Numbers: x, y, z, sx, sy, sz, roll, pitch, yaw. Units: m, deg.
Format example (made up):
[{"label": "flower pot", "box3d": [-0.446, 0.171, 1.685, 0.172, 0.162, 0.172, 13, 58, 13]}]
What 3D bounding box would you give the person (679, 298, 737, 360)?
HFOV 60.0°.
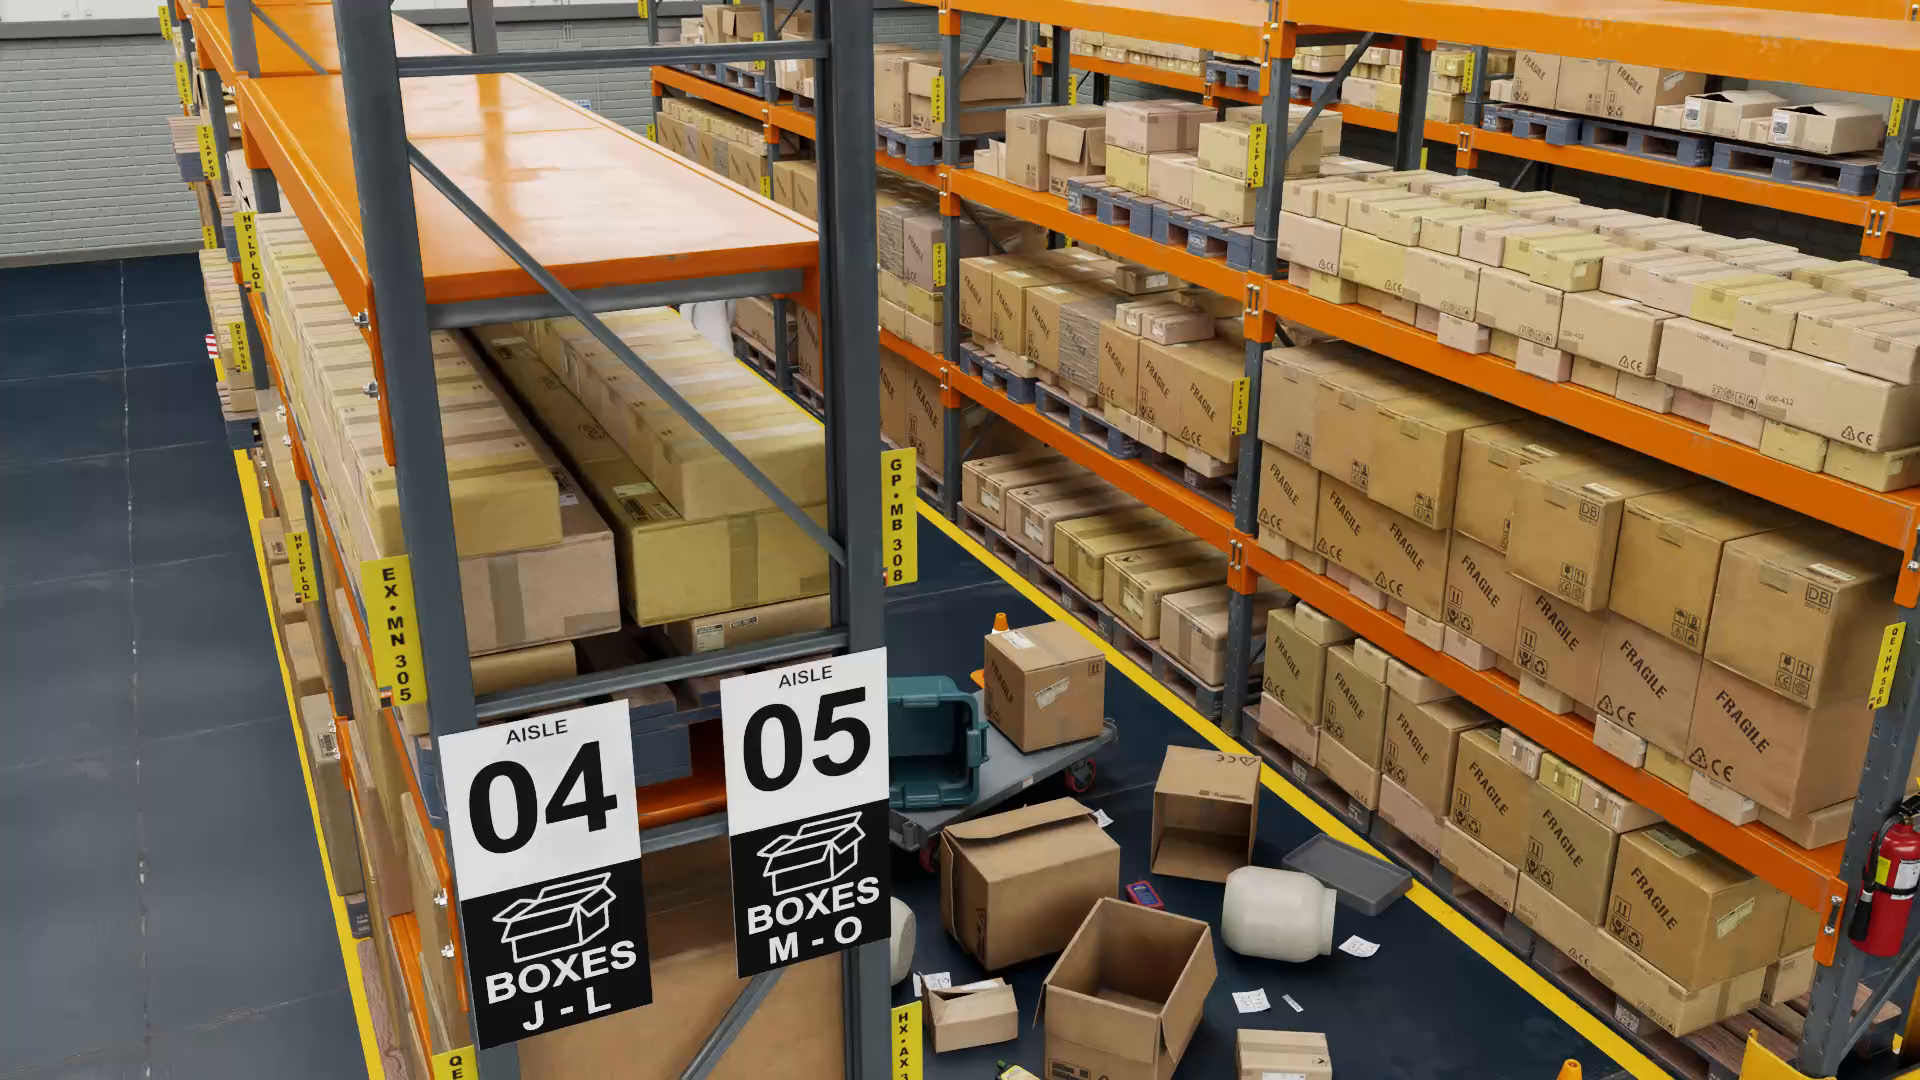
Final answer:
[{"label": "person", "box3d": [-2.337, -1.888, 15.308, 0.593, 1.719, 1.135, -9, 23, -21]}]
